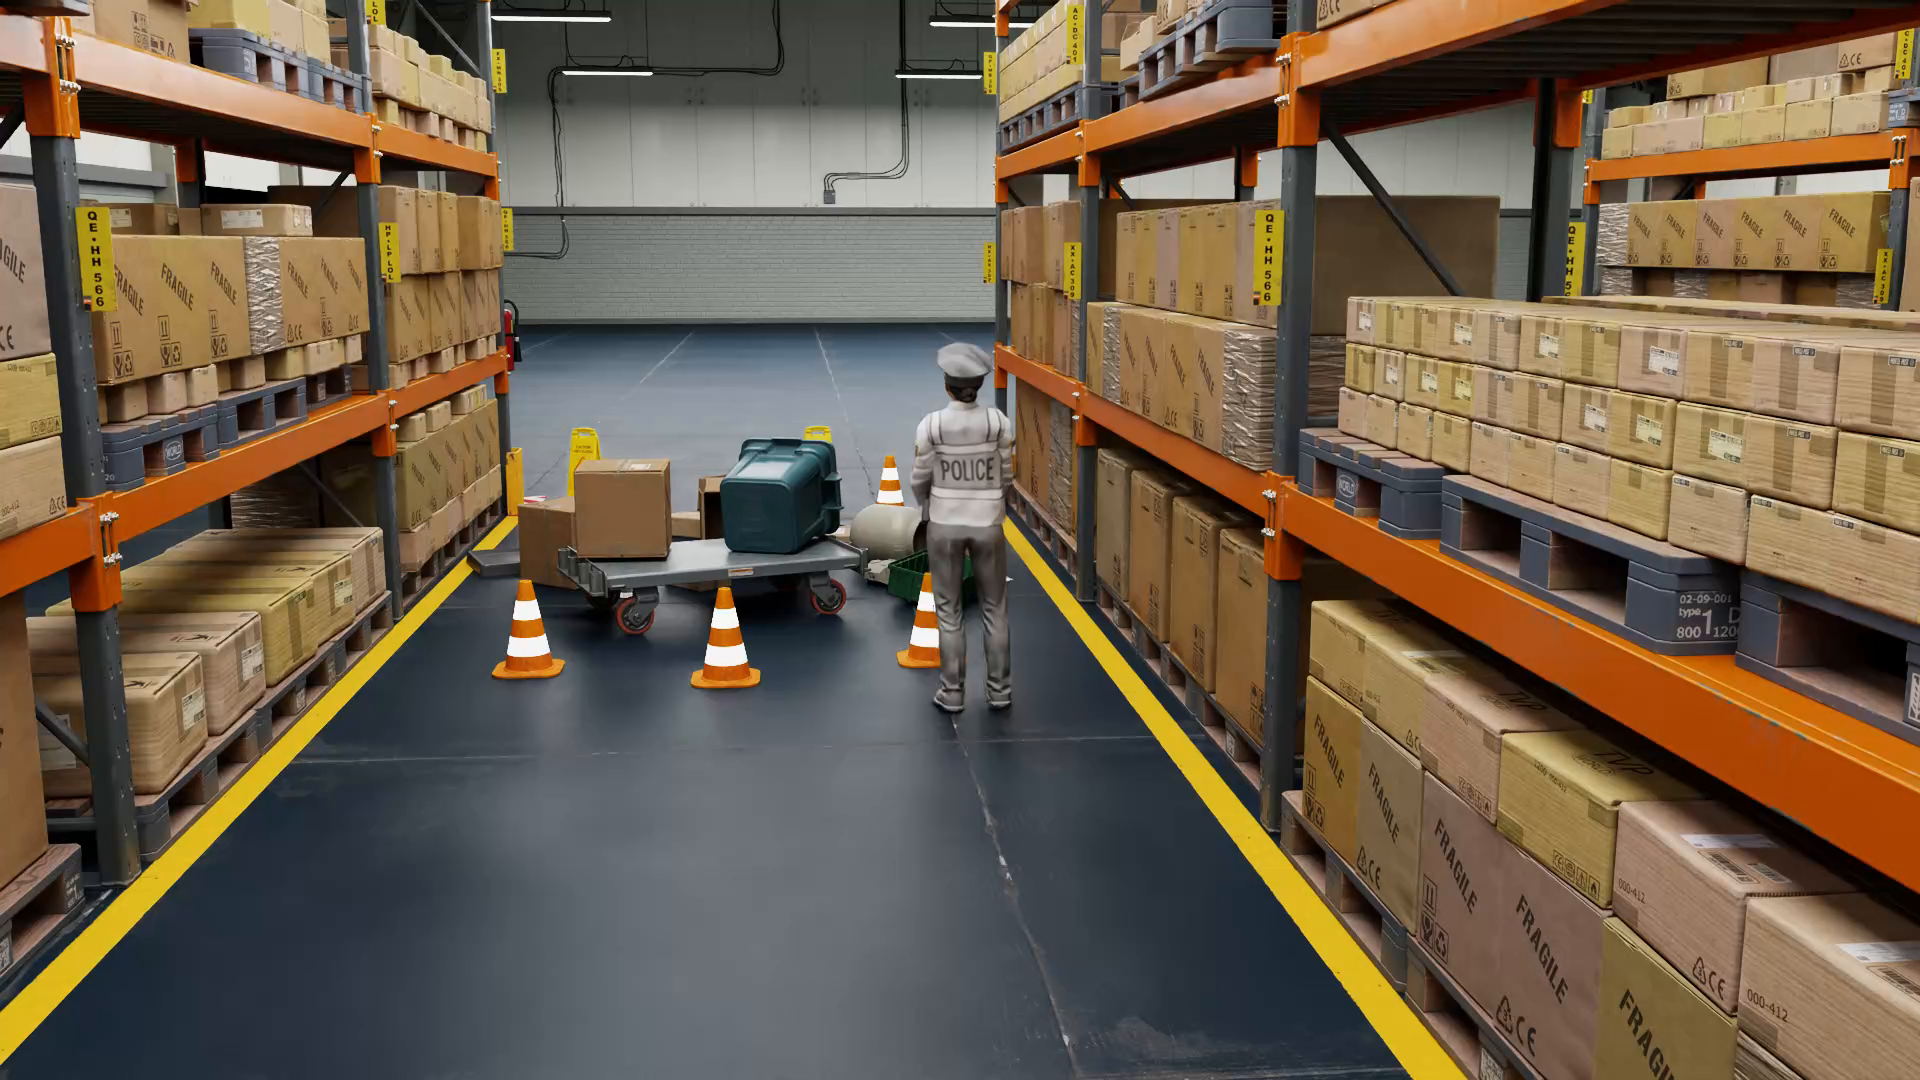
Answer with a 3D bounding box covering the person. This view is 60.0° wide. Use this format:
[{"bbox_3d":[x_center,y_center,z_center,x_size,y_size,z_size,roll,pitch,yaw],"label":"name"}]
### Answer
[{"bbox_3d":[0.017,-0.056,7.609,0.492,1.701,0.539,-1,10,-6],"label":"person"}]
